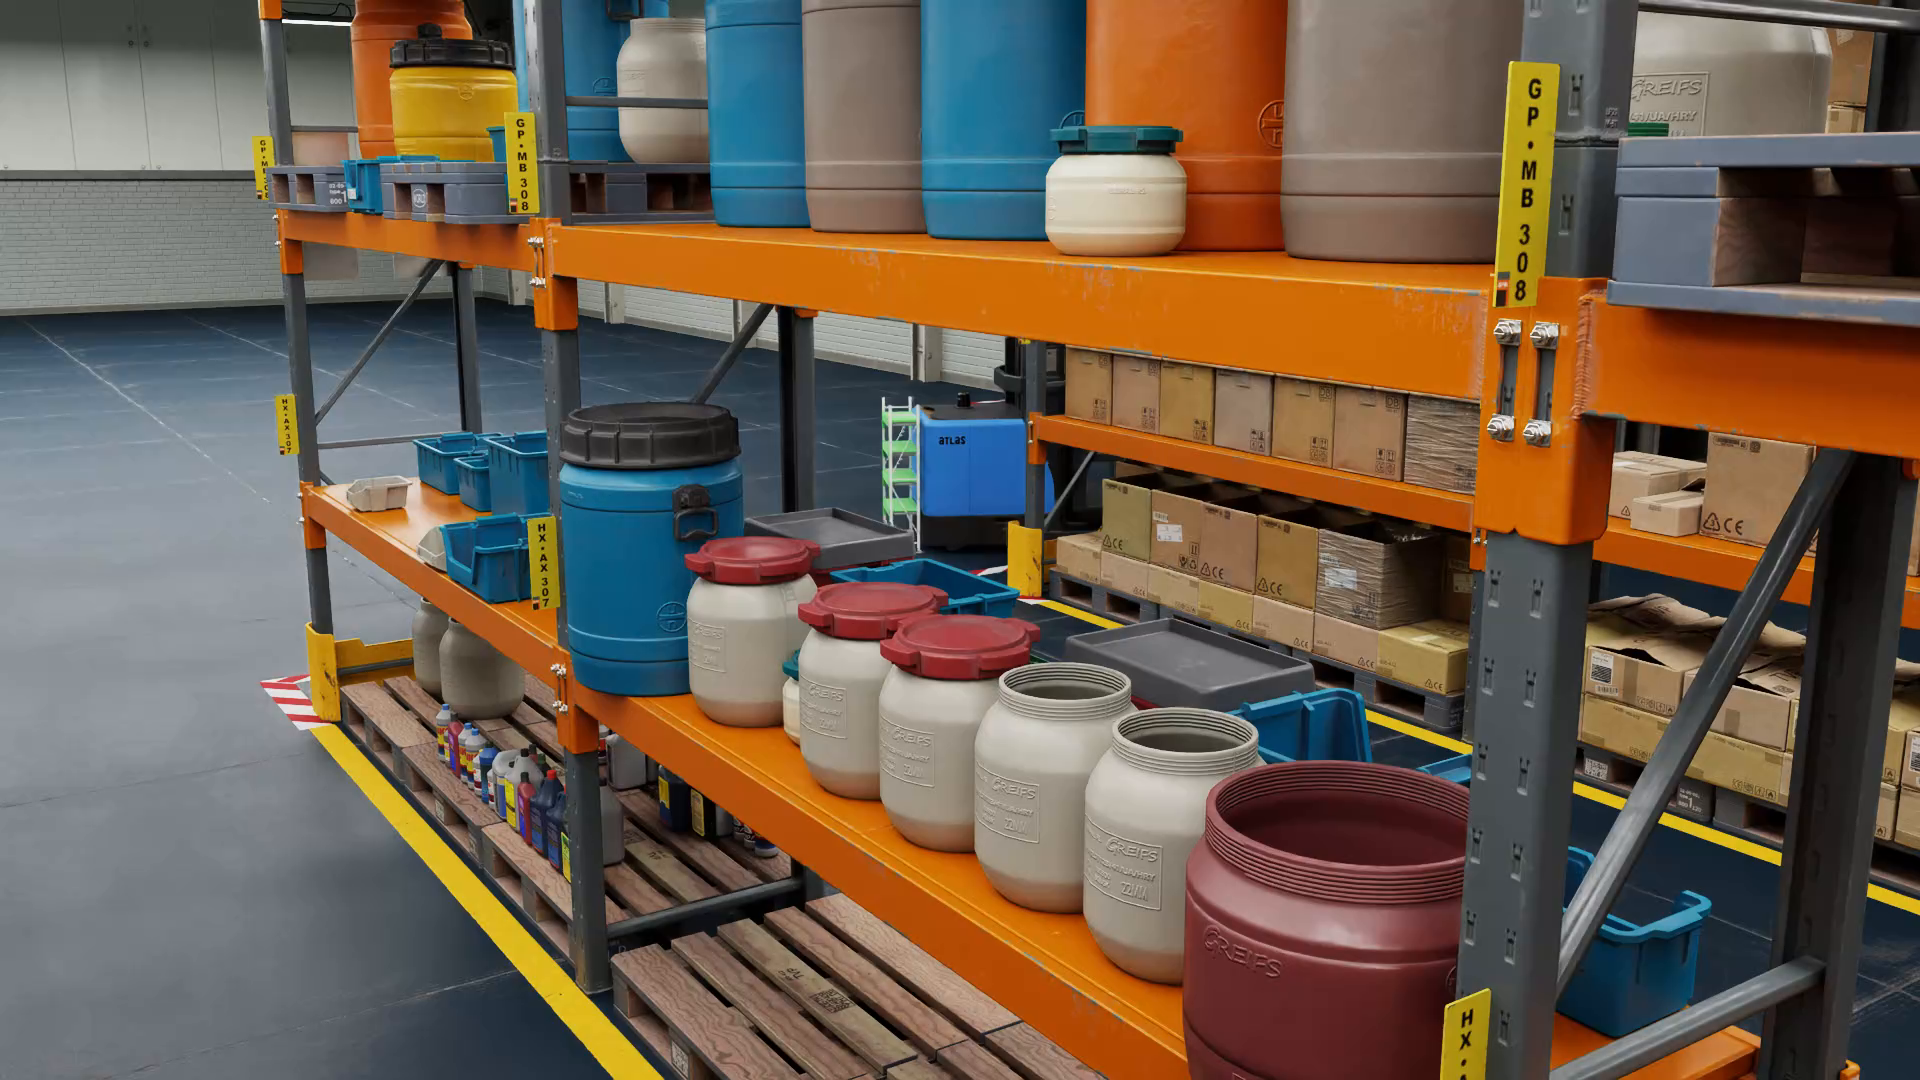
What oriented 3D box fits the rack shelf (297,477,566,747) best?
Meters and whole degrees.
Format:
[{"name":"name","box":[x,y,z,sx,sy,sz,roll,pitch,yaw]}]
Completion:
[{"name":"rack shelf","box":[-2.098,0.150,7.836,1.077,0.370,4.000,-8,15,-33]}]

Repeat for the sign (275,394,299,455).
[{"name":"sign","box":[-3.667,-0.628,9.062,0.100,0.325,0.005,-8,15,-33]}]

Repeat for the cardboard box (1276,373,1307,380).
[{"name":"cardboard box","box":[2.104,-1.046,9.870,0.380,0.149,0.250,-8,14,-31]}]

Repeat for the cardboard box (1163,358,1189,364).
[{"name":"cardboard box","box":[1.531,-1.229,10.710,0.380,0.149,0.250,-9,15,-35]}]

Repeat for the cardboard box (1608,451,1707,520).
[{"name":"cardboard box","box":[3.445,-0.275,8.450,0.500,0.250,0.500,-7,14,-29]}]

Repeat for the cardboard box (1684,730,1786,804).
[{"name":"cardboard box","box":[3.724,0.991,7.761,0.500,0.250,0.500,-9,15,-34]}]

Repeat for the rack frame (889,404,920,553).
[{"name":"rack frame","box":[-0.442,-0.480,13.247,0.240,1.200,0.015,-2,12,-9]}]

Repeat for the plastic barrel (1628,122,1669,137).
[{"name":"plastic barrel","box":[1.047,-0.561,2.749,0.294,0.245,0.294,0,12,0]}]

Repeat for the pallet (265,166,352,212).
[{"name":"pallet","box":[-2.830,-1.771,8.360,1.003,0.211,1.213,-8,15,-33]}]

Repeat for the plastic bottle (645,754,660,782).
[{"name":"plastic bottle","box":[-1.432,0.932,7.749,0.144,0.351,0.185,-8,15,-33]}]

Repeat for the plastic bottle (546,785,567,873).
[{"name":"plastic bottle","box":[-1.587,1.153,6.737,0.144,0.351,0.185,-9,15,-34]}]

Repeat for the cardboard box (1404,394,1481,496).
[{"name":"cardboard box","box":[2.884,-0.558,9.158,0.700,0.500,0.500,-9,15,-34]}]

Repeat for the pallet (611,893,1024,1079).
[{"name":"pallet","box":[-0.523,1.652,5.813,1.003,0.211,1.213,-8,15,-33]}]

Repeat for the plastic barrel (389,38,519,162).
[{"name":"plastic barrel","box":[-2.469,-2.131,8.142,0.600,0.588,0.600,0,12,0]}]

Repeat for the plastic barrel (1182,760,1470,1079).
[{"name":"plastic barrel","box":[0.717,0.753,3.079,0.600,0.536,0.708,-8,15,-33]}]

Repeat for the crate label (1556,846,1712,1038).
[{"name":"crate label","box":[1.305,0.829,3.443,0.303,0.233,0.416,-8,15,-33]}]

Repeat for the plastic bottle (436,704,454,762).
[{"name":"plastic bottle","box":[-2.461,0.921,7.987,0.097,0.271,0.097,0,12,0]}]

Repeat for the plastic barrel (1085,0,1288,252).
[{"name":"plastic barrel","box":[0.589,-1.097,3.831,0.600,0.830,0.708,-8,15,-33]}]

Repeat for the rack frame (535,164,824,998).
[{"name":"rack frame","box":[-0.990,0.155,6.133,1.000,3.000,0.127,-8,15,-33]}]

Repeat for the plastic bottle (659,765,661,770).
[{"name":"plastic bottle","box":[-1.273,1.068,7.311,0.097,0.271,0.097,0,12,0]}]

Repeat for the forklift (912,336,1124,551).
[{"name":"forklift","box":[1.135,-1.467,13.711,3.031,2.935,1.130,-2,12,-8]}]

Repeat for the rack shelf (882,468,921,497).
[{"name":"rack shelf","box":[-0.480,-0.469,13.496,0.258,0.148,0.480,-2,12,-9]}]

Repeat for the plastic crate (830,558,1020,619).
[{"name":"plastic crate","box":[-0.120,0.322,5.406,0.392,0.384,0.575,-8,15,-33]}]

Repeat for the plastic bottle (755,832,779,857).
[{"name":"plastic bottle","box":[-0.802,1.164,6.874,0.097,0.271,0.097,0,12,0]}]

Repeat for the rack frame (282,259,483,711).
[{"name":"rack frame","box":[-3.206,-0.557,9.386,1.000,3.000,0.127,-8,15,-33]}]

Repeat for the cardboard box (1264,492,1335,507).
[{"name":"cardboard box","box":[2.306,-0.045,10.745,0.500,0.500,0.500,-8,15,-33]}]

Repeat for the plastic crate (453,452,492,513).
[{"name":"plastic crate","box":[-2.325,-0.314,8.626,0.499,0.251,0.408,-8,15,-33]}]

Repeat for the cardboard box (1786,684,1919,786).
[{"name":"cardboard box","box":[4.010,0.809,7.279,0.500,0.311,0.500,-8,14,-31]}]

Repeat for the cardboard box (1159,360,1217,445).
[{"name":"cardboard box","box":[1.732,-0.925,10.835,0.700,0.500,0.500,-8,15,-32]}]

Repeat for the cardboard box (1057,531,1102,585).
[{"name":"cardboard box","box":[1.031,0.118,11.756,0.500,0.250,0.500,-8,15,-33]}]

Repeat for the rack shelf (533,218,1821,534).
[{"name":"rack shelf","box":[0.118,-0.604,4.263,1.077,0.370,4.000,-8,15,-33]}]

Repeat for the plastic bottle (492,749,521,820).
[{"name":"plastic bottle","box":[-1.959,1.069,7.298,0.152,0.276,0.135,-8,15,-32]}]

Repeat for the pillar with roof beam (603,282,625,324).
[{"name":"pillar with roof beam","box":[-10.732,-8.397,31.194,9.100,9.000,0.548,-8,15,-33]}]

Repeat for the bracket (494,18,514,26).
[{"name":"bracket","box":[-9.111,-11.158,35.395,0.076,0.066,4.783,-8,15,-33]}]

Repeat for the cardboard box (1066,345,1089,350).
[{"name":"cardboard box","box":[0.957,-1.413,11.548,0.380,0.149,0.250,-8,15,-33]}]

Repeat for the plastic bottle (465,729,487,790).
[{"name":"plastic bottle","box":[-2.216,0.999,7.627,0.097,0.271,0.097,0,12,0]}]

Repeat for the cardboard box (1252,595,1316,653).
[{"name":"cardboard box","box":[2.138,0.473,10.129,0.500,0.250,0.500,-8,15,-33]}]

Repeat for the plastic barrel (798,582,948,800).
[{"name":"plastic barrel","box":[-0.236,0.415,4.625,0.433,0.535,0.433,0,12,0]}]

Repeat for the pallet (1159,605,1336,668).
[{"name":"pallet","box":[2.050,0.568,10.771,1.003,0.211,1.213,-8,15,-33]}]

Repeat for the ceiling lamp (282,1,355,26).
[{"name":"ceiling lamp","box":[-12.461,-11.551,31.953,2.000,3.185,0.800,-8,15,-33]}]

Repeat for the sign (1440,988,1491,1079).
[{"name":"sign","box":[0.772,0.853,2.559,0.100,0.325,0.005,-8,15,-33]}]

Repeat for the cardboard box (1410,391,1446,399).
[{"name":"cardboard box","box":[2.671,-0.864,9.038,0.380,0.149,0.250,-8,15,-34]}]

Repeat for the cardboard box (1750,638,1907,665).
[{"name":"cardboard box","box":[4.166,0.652,7.999,0.500,0.311,0.500,-8,15,-33]}]

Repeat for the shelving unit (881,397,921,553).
[{"name":"shelving unit","box":[-0.480,-0.531,13.482,0.258,1.200,0.503,-2,12,-9]}]

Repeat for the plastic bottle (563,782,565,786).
[{"name":"plastic bottle","box":[-1.584,1.134,7.001,0.152,0.276,0.135,-8,15,-33]}]

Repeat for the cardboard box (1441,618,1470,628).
[{"name":"cardboard box","box":[3.131,0.589,9.601,0.500,0.250,0.500,-8,15,-33]}]

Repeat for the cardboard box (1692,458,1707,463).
[{"name":"cardboard box","box":[6.030,-0.352,13.270,0.700,0.500,0.500,-9,15,-36]}]

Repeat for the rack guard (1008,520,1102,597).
[{"name":"rack guard","box":[0.906,0.075,12.351,1.175,0.500,0.348,-8,15,-33]}]

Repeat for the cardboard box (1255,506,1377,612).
[{"name":"cardboard box","box":[2.149,0.105,10.056,0.500,0.500,0.500,-8,15,-33]}]
